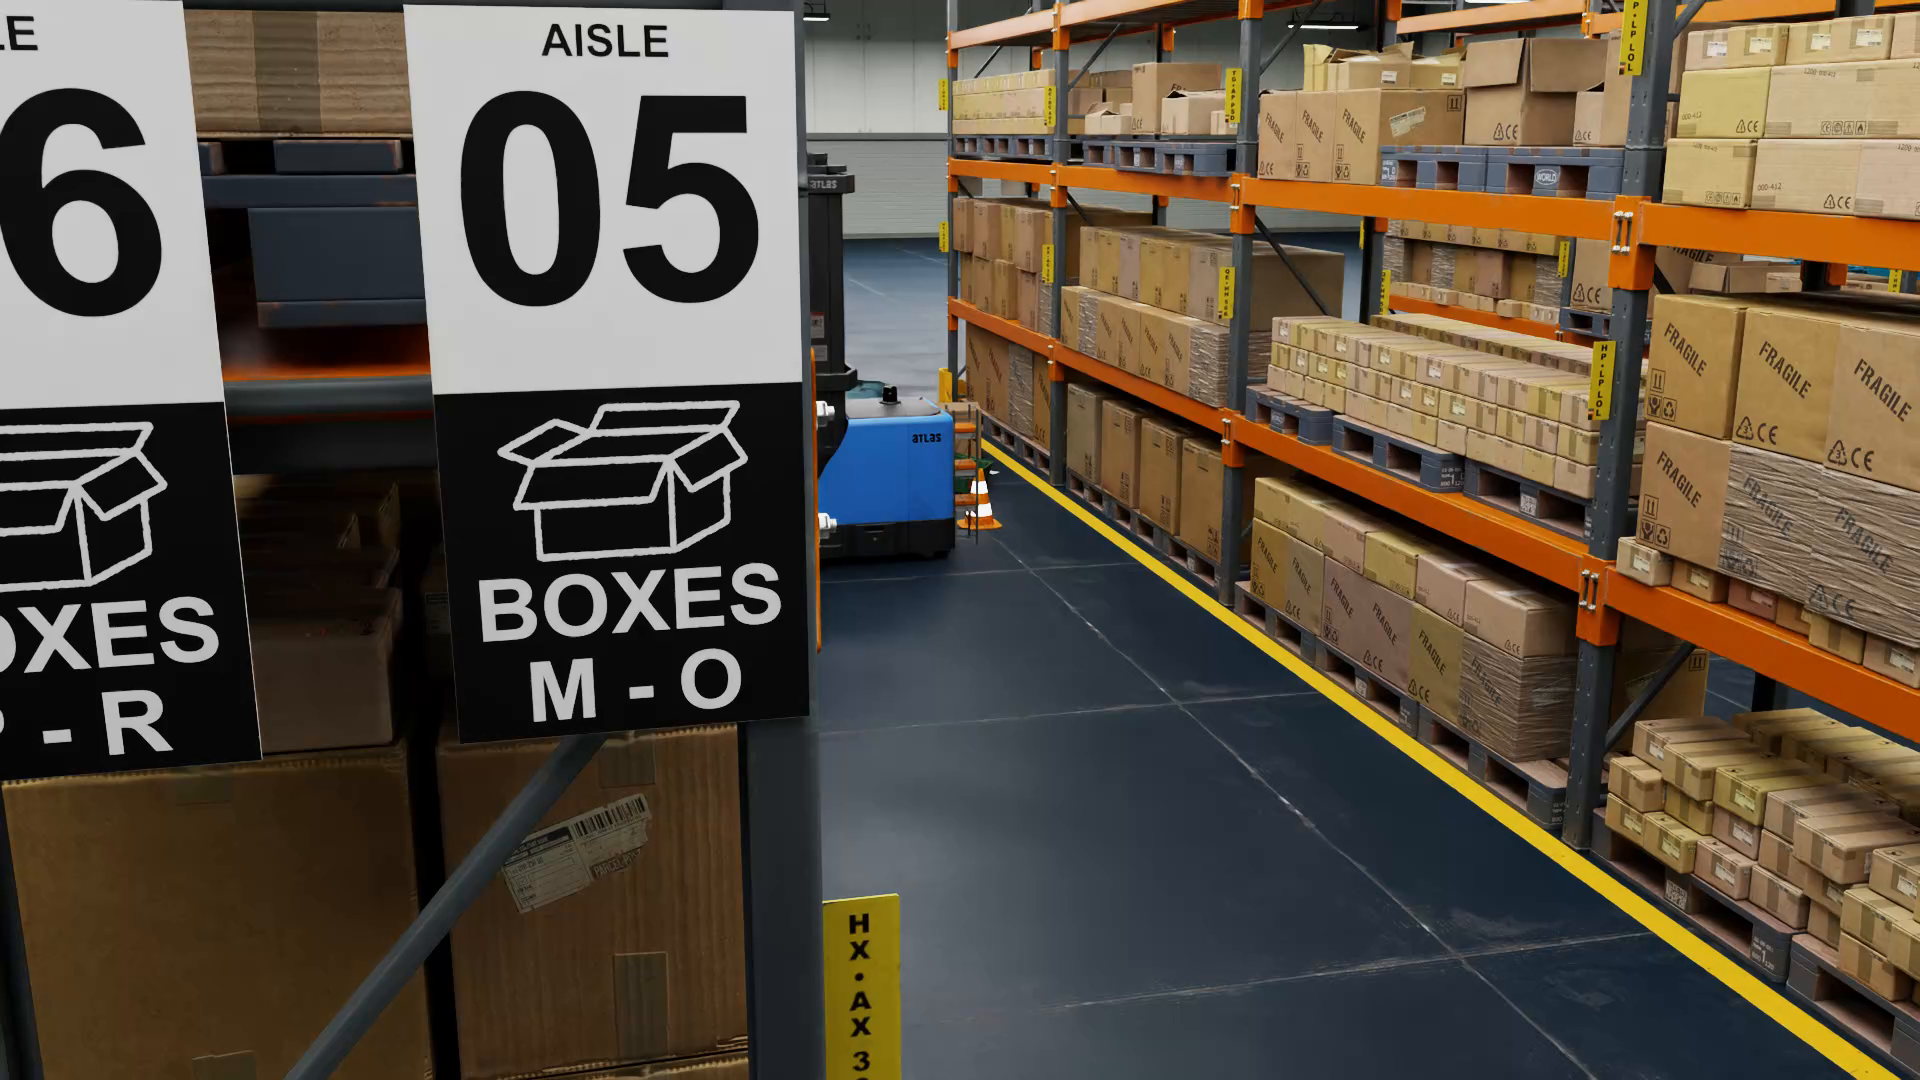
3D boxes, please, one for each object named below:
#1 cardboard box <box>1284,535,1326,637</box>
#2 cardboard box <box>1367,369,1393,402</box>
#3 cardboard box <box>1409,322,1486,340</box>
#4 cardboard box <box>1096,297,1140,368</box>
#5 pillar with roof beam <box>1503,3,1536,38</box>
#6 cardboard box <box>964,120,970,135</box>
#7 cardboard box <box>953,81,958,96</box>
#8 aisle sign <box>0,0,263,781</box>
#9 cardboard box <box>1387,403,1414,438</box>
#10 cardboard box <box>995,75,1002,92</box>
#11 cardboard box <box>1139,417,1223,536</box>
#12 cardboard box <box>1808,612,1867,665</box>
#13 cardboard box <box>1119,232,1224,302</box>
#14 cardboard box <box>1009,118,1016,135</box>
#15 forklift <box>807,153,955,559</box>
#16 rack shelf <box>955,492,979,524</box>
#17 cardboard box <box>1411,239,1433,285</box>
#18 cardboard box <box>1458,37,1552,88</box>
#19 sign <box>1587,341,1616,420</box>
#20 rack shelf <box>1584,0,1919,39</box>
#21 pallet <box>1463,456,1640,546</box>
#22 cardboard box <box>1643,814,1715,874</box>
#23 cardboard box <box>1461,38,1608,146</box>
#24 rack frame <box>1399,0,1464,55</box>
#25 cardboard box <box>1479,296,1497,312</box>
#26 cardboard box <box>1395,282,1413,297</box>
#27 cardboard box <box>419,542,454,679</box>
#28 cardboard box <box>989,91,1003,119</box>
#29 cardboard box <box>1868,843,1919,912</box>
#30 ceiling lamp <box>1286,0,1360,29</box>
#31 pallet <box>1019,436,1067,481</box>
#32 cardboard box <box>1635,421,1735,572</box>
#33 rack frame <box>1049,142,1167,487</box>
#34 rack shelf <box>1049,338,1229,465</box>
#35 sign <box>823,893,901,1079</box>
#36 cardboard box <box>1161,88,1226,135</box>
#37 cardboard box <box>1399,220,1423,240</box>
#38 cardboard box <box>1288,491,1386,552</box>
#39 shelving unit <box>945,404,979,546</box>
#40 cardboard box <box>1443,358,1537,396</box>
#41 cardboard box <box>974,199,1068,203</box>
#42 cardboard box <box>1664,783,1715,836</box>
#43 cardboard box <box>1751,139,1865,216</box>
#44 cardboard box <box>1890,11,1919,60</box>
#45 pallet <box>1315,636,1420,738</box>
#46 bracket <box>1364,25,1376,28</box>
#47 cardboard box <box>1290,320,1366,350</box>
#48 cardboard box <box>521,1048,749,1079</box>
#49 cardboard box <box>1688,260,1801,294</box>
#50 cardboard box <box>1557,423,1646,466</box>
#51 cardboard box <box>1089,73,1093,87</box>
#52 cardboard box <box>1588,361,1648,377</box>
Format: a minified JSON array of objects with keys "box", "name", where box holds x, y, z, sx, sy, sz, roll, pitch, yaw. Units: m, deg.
[{"box":[2.282,0.255,9.944,0.500,0.500,0.500,-3,14,-13],"name":"cardboard box"},{"box":[2.465,-0.855,9.124,0.380,0.149,0.250,-3,14,-14],"name":"cardboard box"},{"box":[2.922,-1.213,9.964,0.380,0.149,0.250,-3,14,-11],"name":"cardboard box"},{"box":[1.399,-1.651,13.155,0.500,0.500,0.500,-3,14,-13],"name":"cardboard box"},{"box":[10.837,-12.073,43.382,9.100,9.000,0.548,-3,14,-13],"name":"pillar with roof beam"},{"box":[0.252,-4.268,17.190,0.380,0.149,0.250,-3,14,-13],"name":"cardboard box"},{"box":[0.133,-4.774,17.581,0.380,0.149,0.250,-3,14,-13],"name":"cardboard box"},{"box":[-0.951,-0.132,1.671,0.394,0.787,0.004,-3,14,-13],"name":"aisle sign"},{"box":[2.525,-0.650,8.911,0.380,0.149,0.250,-4,14,-15],"name":"cardboard box"},{"box":[0.550,-4.363,15.899,0.380,0.149,0.250,-3,14,-12],"name":"cardboard box"},{"box":[1.978,-0.506,12.535,1.050,0.750,0.750,-3,14,-12],"name":"cardboard box"},{"box":[3.231,0.319,5.830,0.380,0.149,0.250,-3,14,-12],"name":"cardboard box"},{"box":[1.667,-2.156,13.114,0.700,0.500,0.500,-3,14,-13],"name":"cardboard box"},{"box":[0.668,-3.859,15.517,0.380,0.149,0.250,-3,14,-12],"name":"cardboard box"},{"box":[-1.608,-1.316,12.140,3.031,2.935,1.130,-3,14,-14],"name":"forklift"},{"box":[0.013,-0.217,12.820,0.215,0.259,0.240,-3,14,-13],"name":"rack shelf"},{"box":[5.545,-3.103,18.470,0.875,0.500,0.500,-3,14,-13],"name":"cardboard box"},{"box":[2.912,-2.551,8.906,0.396,0.266,0.258,-3,14,-13],"name":"cardboard box"},{"box":[2.643,-0.656,6.853,0.100,0.325,0.005,-3,14,-13],"name":"sign"},{"box":[6.618,-4.133,13.243,1.077,0.370,4.000,-3,14,-13],"name":"rack shelf"},{"box":[3.144,-0.217,7.898,1.003,0.211,1.213,-3,14,-13],"name":"pallet"},{"box":[3.018,1.219,6.741,0.380,0.149,0.250,-3,14,-12],"name":"cardboard box"},{"box":[2.947,-2.200,8.191,0.797,0.503,0.637,-3,14,-14],"name":"cardboard box"},{"box":[5.209,-6.061,18.776,1.000,3.000,0.127,-3,14,-13],"name":"rack frame"},{"box":[5.567,-2.427,17.068,0.380,0.149,0.250,-3,14,-13],"name":"cardboard box"},{"box":[5.128,-2.829,18.714,0.380,0.149,0.250,-3,14,-13],"name":"cardboard box"},{"box":[-0.611,0.093,2.541,0.380,0.149,0.250,-3,14,-12],"name":"cardboard box"},{"box":[0.584,-4.200,16.073,0.500,0.250,0.500,-3,14,-13],"name":"cardboard box"},{"box":[3.384,1.160,5.726,0.380,0.149,0.250,-4,14,-16],"name":"cardboard box"},{"box":[9.698,-15.365,44.557,2.000,3.185,0.800,-3,14,-13],"name":"ceiling lamp"},{"box":[1.201,-0.796,15.741,1.003,0.211,1.213,-3,14,-13],"name":"pallet"},{"box":[3.053,-0.190,6.548,0.500,0.500,0.500,-4,14,-14],"name":"cardboard box"},{"box":[1.303,-1.971,14.675,1.000,3.000,0.127,-3,14,-13],"name":"rack frame"},{"box":[1.773,-1.160,12.871,1.077,0.370,4.000,-3,14,-13],"name":"rack shelf"},{"box":[-0.125,0.608,2.128,0.100,0.325,0.005,-3,14,-13],"name":"sign"},{"box":[1.706,-2.939,11.409,0.500,0.311,0.500,-3,14,-13],"name":"cardboard box"},{"box":[5.184,-3.568,18.267,0.500,0.500,0.500,-3,14,-13],"name":"cardboard box"},{"box":[2.288,-0.113,9.870,0.500,0.250,0.500,-3,14,-14],"name":"cardboard box"},{"box":[0.013,-0.498,12.752,0.215,1.050,0.252,-3,14,-13],"name":"shelving unit"},{"box":[2.659,-0.817,8.343,0.380,0.149,0.250,-4,14,-15],"name":"cardboard box"},{"box":[0.632,-3.282,17.448,0.875,0.550,0.550,-3,14,-13],"name":"cardboard box"},{"box":[3.103,1.066,6.740,0.380,0.149,0.250,-3,14,-13],"name":"cardboard box"},{"box":[3.161,-1.273,5.814,0.500,0.250,0.500,-4,14,-14],"name":"cardboard box"},{"box":[3.258,-1.625,5.362,0.380,0.149,0.250,-4,14,-15],"name":"cardboard box"},{"box":[2.708,0.768,9.340,1.003,0.211,1.213,-3,14,-13],"name":"pallet"},{"box":[12.752,-15.932,51.594,0.076,0.066,3.189,-3,14,-13],"name":"bracket"},{"box":[2.229,-1.240,10.073,0.380,0.149,0.250,-4,14,-15],"name":"cardboard box"},{"box":[-0.500,0.921,2.626,0.500,0.500,0.500,-3,14,-14],"name":"cardboard box"},{"box":[6.645,-2.084,14.033,0.797,0.503,0.637,-2,14,-7],"name":"cardboard box"},{"box":[2.897,-0.433,7.396,0.380,0.149,0.250,-3,14,-11],"name":"cardboard box"},{"box":[1.368,-4.225,15.333,0.380,0.149,0.250,-4,14,-14],"name":"cardboard box"},{"box":[3.351,-0.794,8.248,0.380,0.149,0.250,-3,14,-14],"name":"cardboard box"}]
